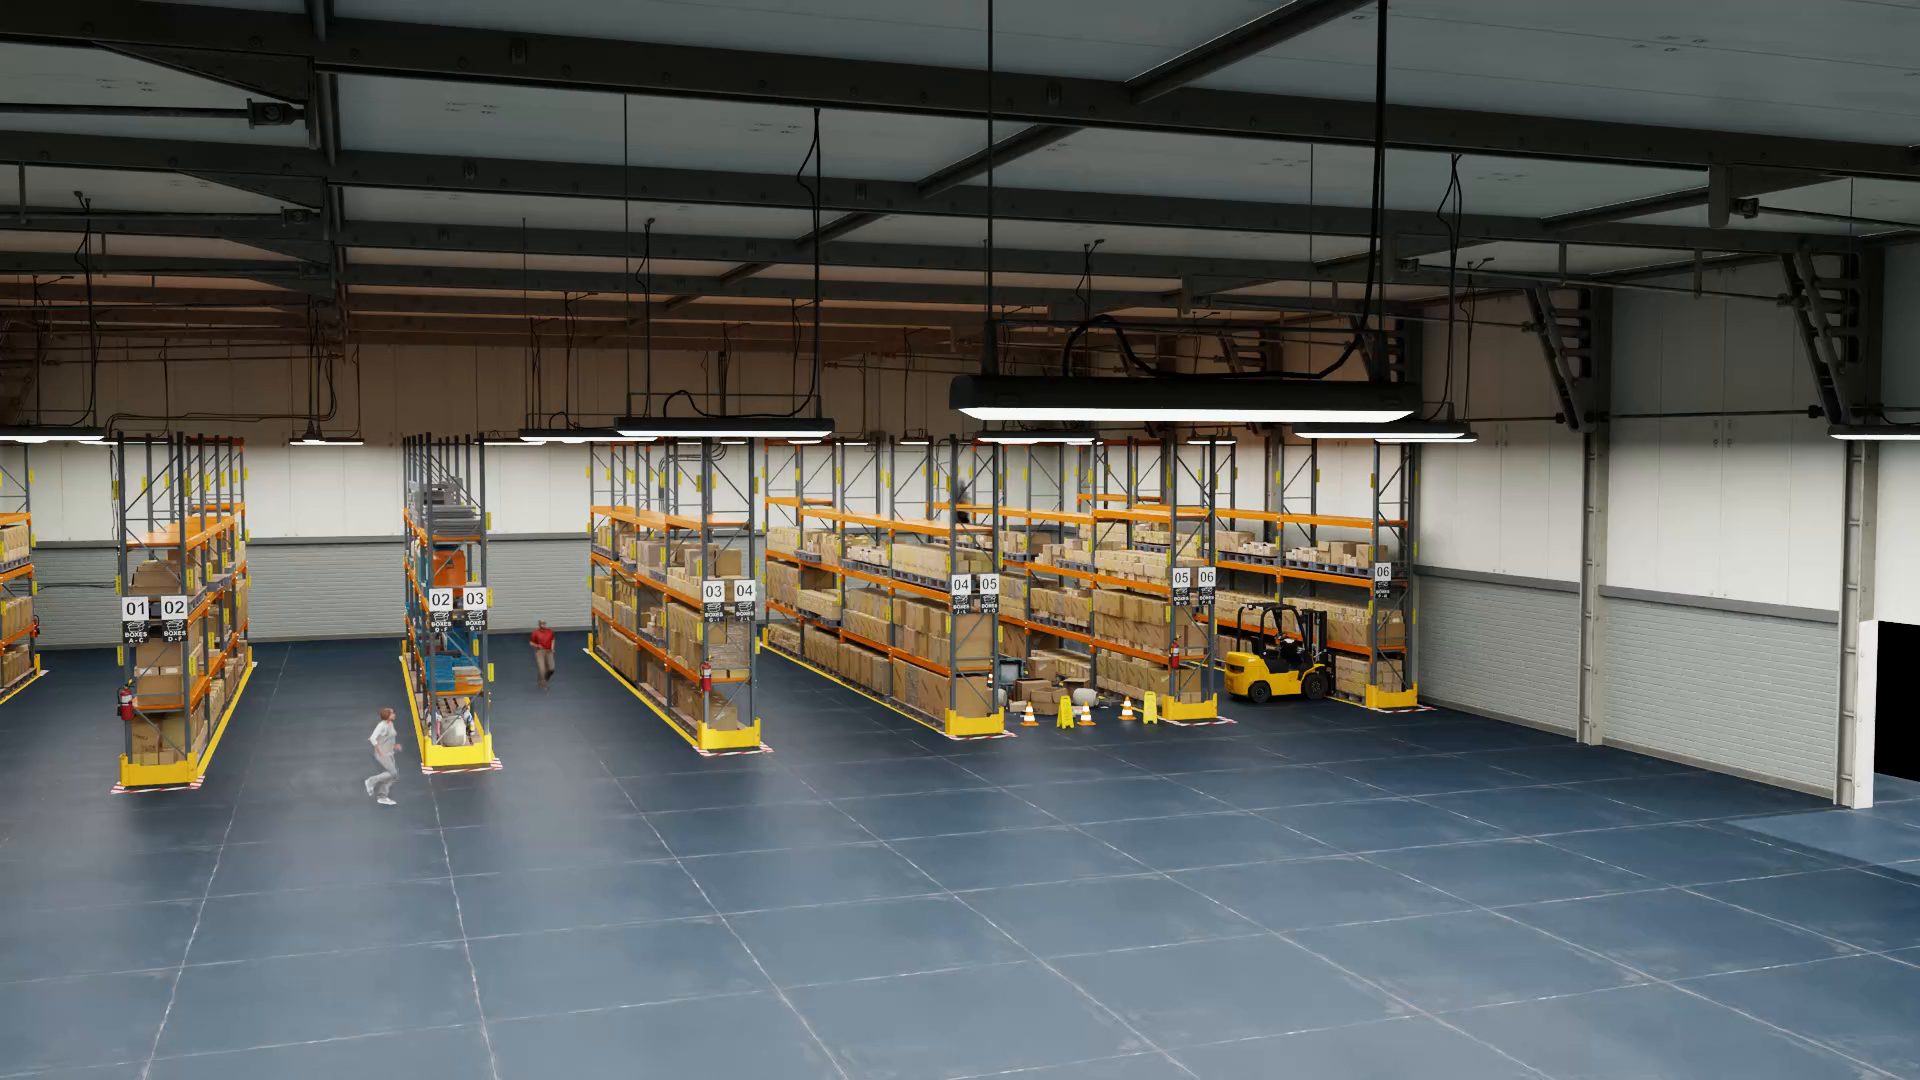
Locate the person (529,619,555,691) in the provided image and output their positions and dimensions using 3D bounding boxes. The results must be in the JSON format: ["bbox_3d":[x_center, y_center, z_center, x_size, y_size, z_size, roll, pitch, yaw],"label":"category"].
[{"bbox_3d":[-9.759,2.706,39.087,0.650,1.688,0.602,-2,4,-32],"label":"person"}]

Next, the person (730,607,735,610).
[{"bbox_3d":[-6.822,2.201,48.147,0.675,1.732,0.655,1,3,18],"label":"person"}]

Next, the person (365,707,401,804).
[{"bbox_3d":[-9.286,3.469,26.775,0.533,1.558,0.552,0,3,-1],"label":"person"}]
